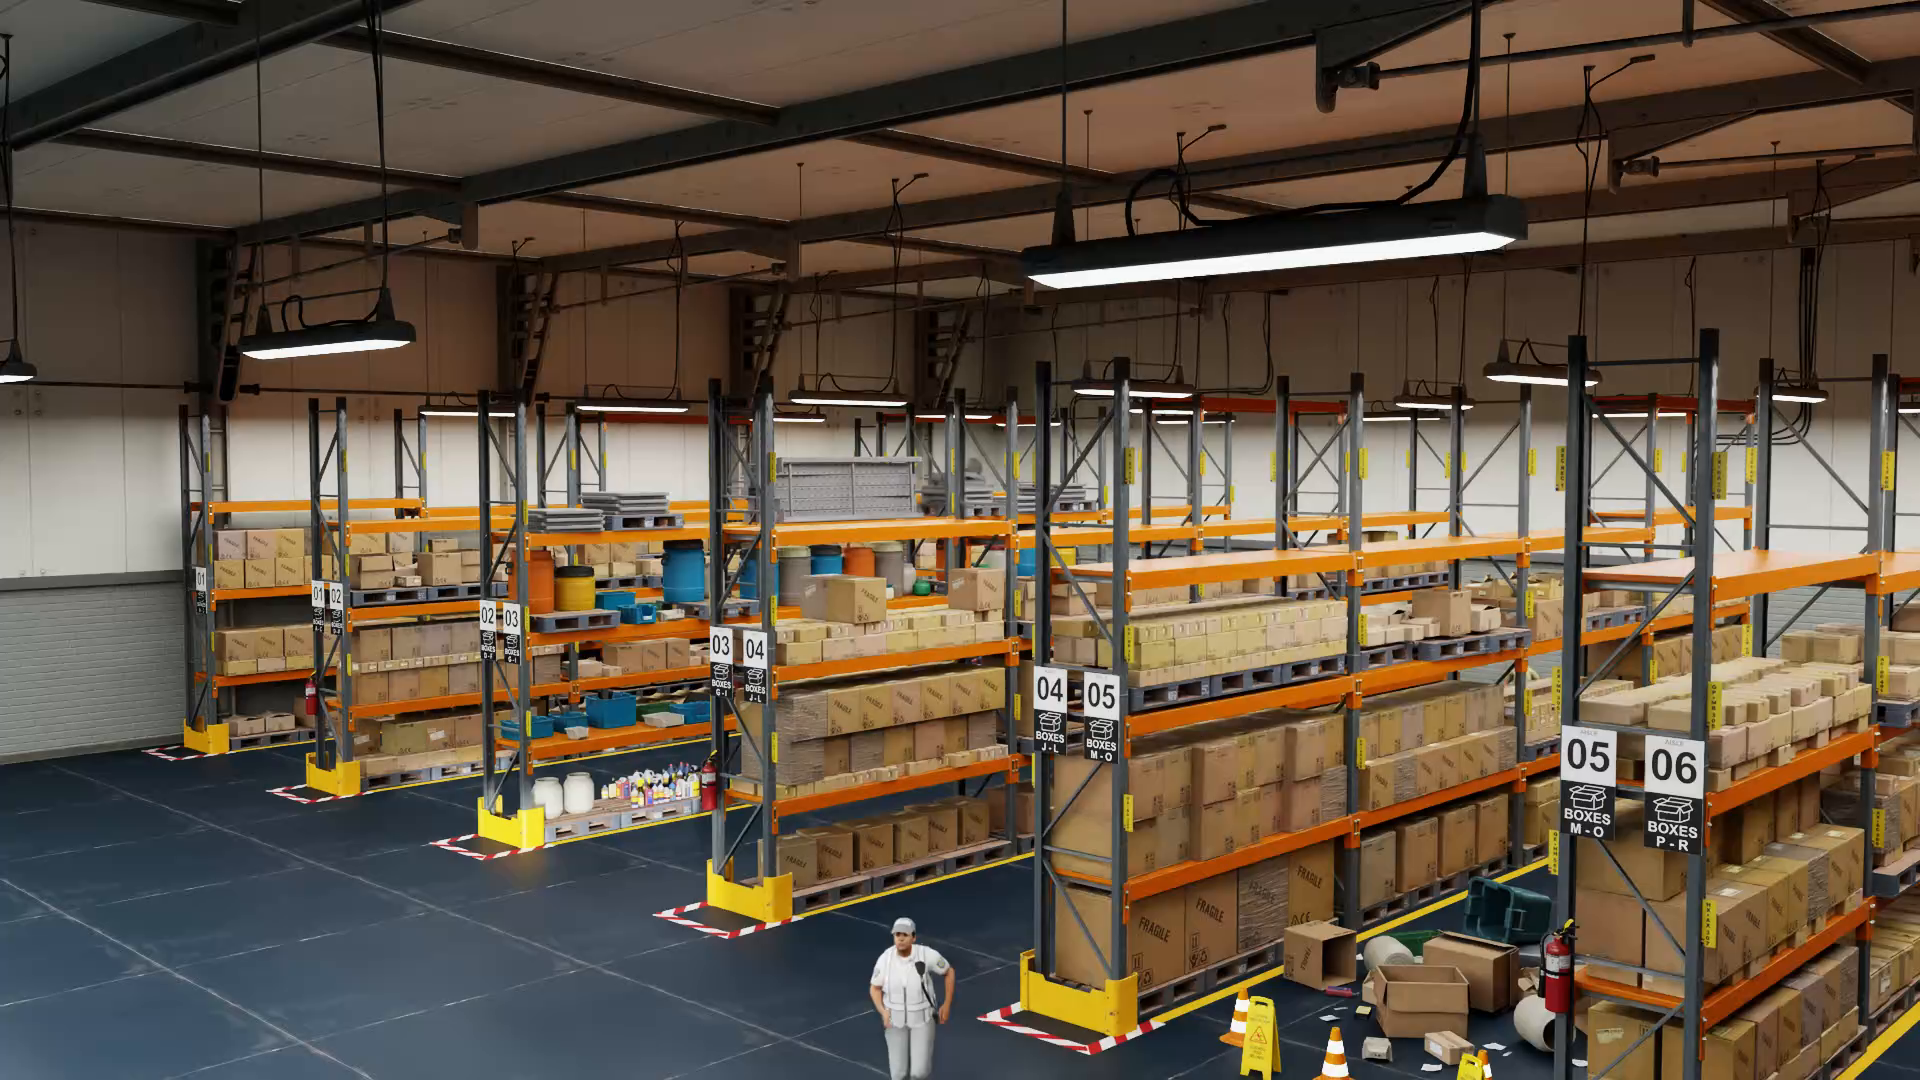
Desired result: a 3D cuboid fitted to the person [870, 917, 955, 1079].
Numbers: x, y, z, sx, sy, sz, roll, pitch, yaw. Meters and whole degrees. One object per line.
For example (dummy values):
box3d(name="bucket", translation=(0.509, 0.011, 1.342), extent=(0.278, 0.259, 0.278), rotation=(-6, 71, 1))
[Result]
box3d(name="person", translation=(-0.381, 3.691, 12.695), extent=(0.637, 1.629, 0.588), rotation=(0, 3, 8))

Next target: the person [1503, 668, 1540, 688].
box3d(name="person", translation=(9.871, 2.812, 29.154), extent=(0.637, 1.620, 0.743), rotation=(0, 3, 9))
